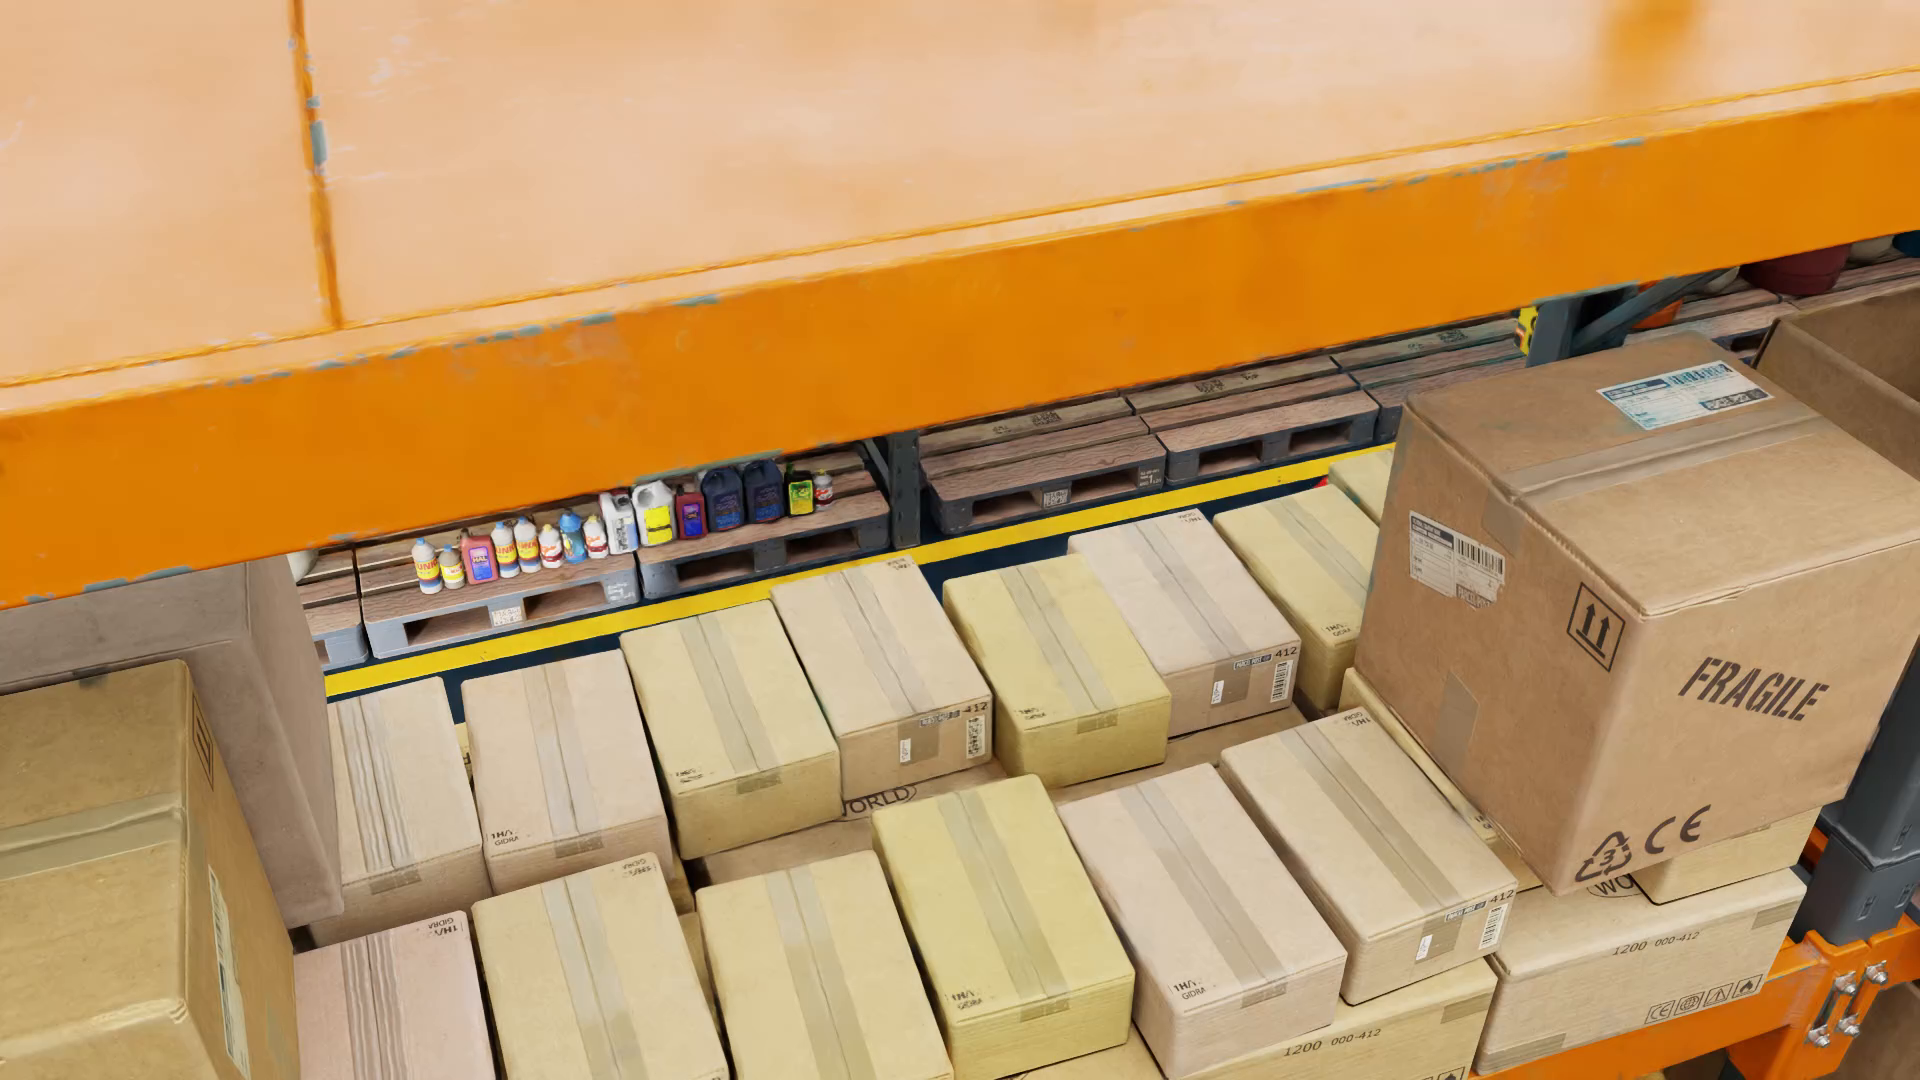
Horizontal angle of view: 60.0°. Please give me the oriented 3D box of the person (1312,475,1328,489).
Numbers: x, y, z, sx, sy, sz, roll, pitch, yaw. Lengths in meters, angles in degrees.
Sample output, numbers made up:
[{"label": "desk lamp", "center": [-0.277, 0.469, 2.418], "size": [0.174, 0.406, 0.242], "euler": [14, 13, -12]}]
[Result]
[{"label": "person", "center": [1.115, 0.413, 6.380], "size": [0.872, 1.434, 0.493], "euler": [-14, 39, -17]}]
